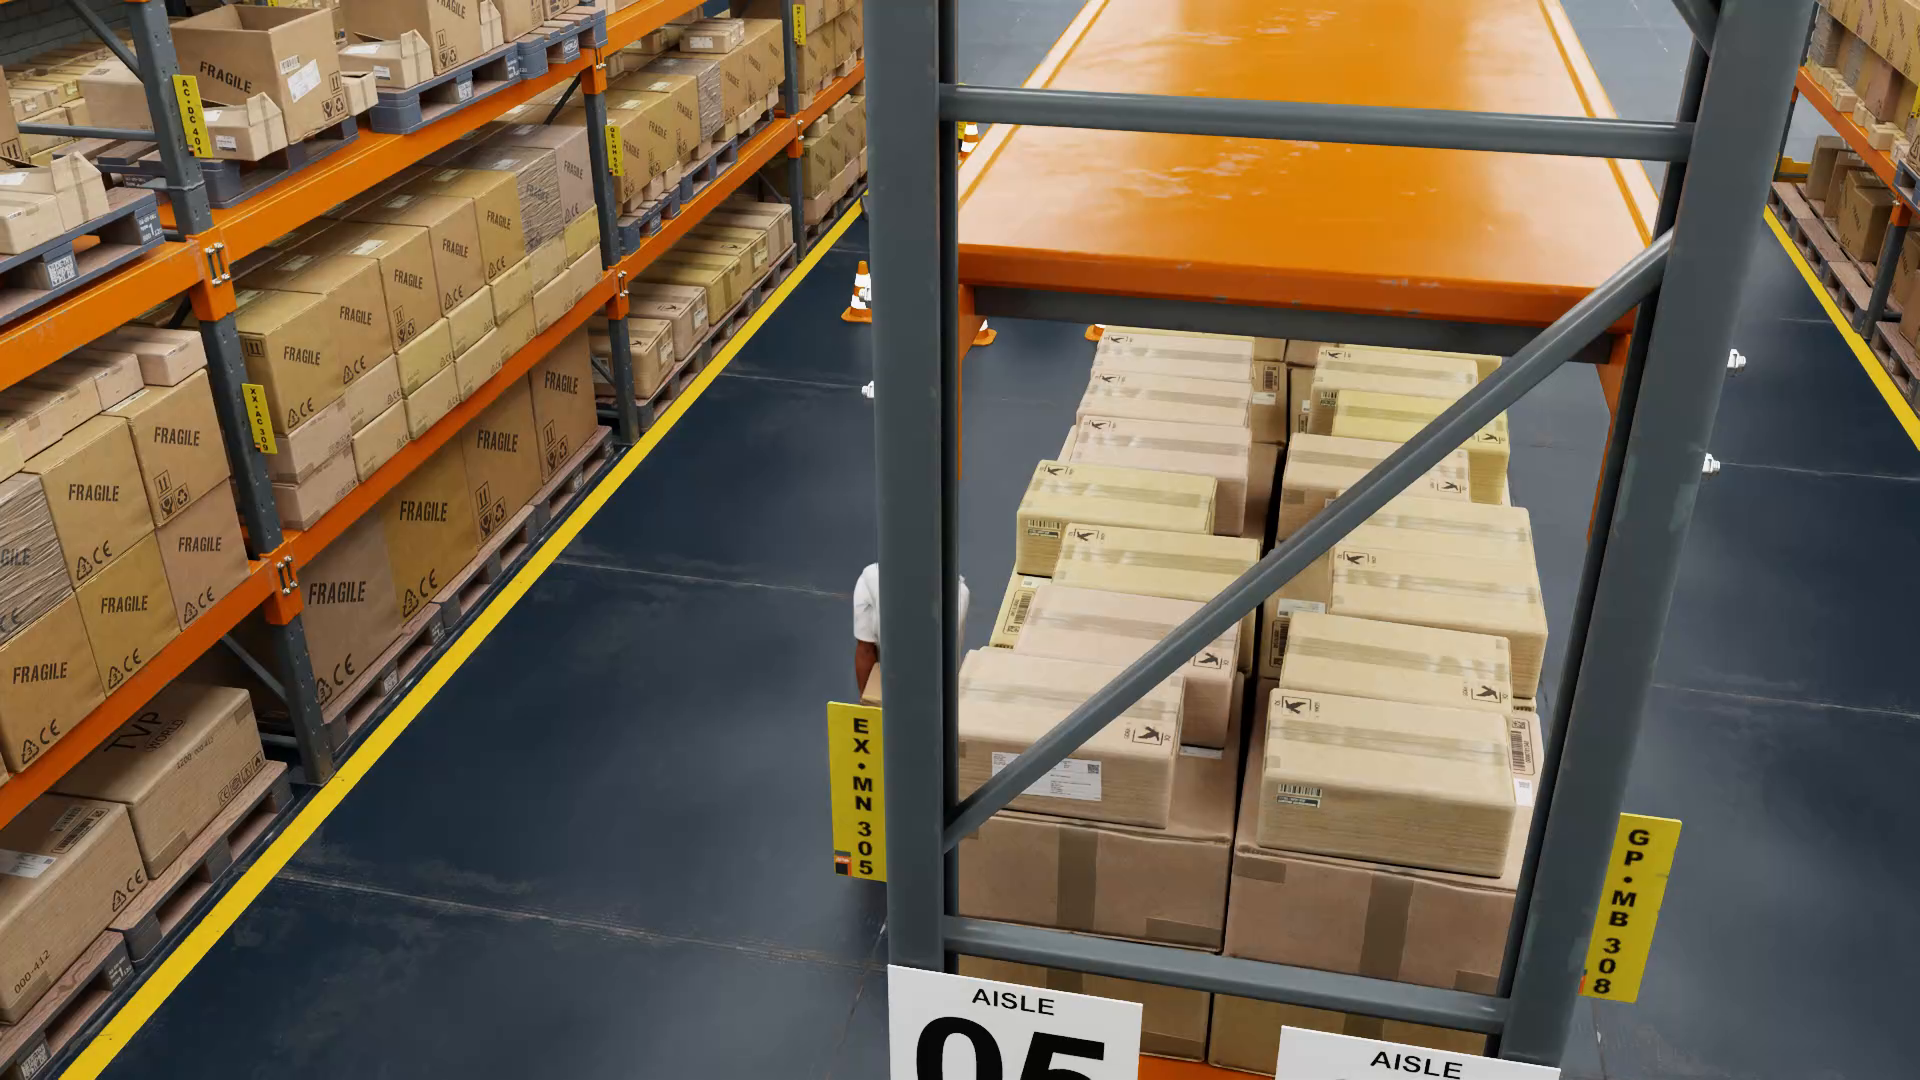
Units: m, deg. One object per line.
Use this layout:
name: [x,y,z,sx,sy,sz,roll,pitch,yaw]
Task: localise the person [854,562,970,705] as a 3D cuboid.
person: [-0.217,0.662,7.415,0.501,1.734,0.594,5,29,10]
